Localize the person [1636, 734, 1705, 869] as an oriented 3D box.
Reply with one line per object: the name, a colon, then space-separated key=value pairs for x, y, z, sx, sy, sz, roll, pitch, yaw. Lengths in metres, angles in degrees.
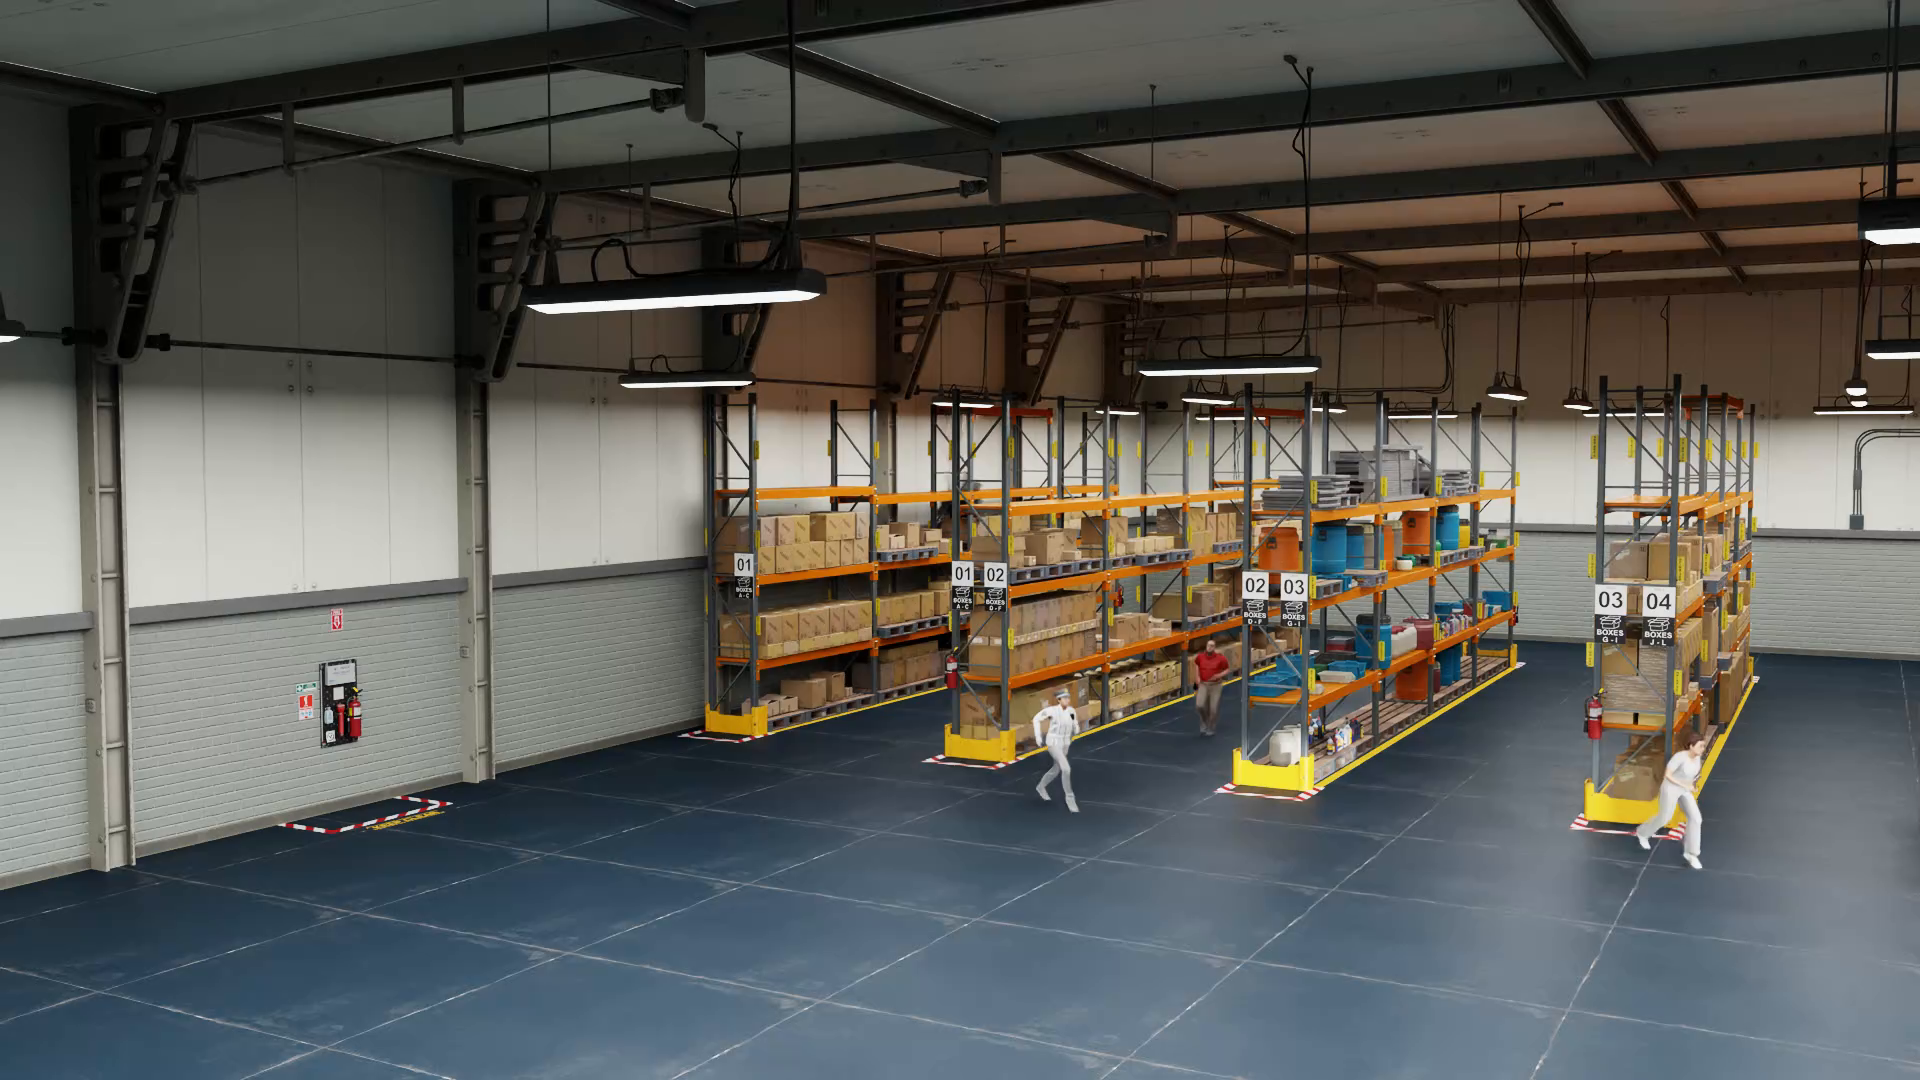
person: x=8.700 y=3.126 z=20.337 sx=0.604 sy=1.626 sz=0.999 roll=-2 pitch=4 yaw=-29

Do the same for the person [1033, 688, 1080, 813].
person: x=1.362 y=2.909 z=23.269 sx=0.635 sy=1.731 sz=0.897 roll=-2 pitch=4 yaw=-36

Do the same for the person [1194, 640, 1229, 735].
person: x=4.363 y=2.582 z=29.046 sx=0.653 sy=1.682 sz=0.657 roll=1 pitch=3 yaw=20
